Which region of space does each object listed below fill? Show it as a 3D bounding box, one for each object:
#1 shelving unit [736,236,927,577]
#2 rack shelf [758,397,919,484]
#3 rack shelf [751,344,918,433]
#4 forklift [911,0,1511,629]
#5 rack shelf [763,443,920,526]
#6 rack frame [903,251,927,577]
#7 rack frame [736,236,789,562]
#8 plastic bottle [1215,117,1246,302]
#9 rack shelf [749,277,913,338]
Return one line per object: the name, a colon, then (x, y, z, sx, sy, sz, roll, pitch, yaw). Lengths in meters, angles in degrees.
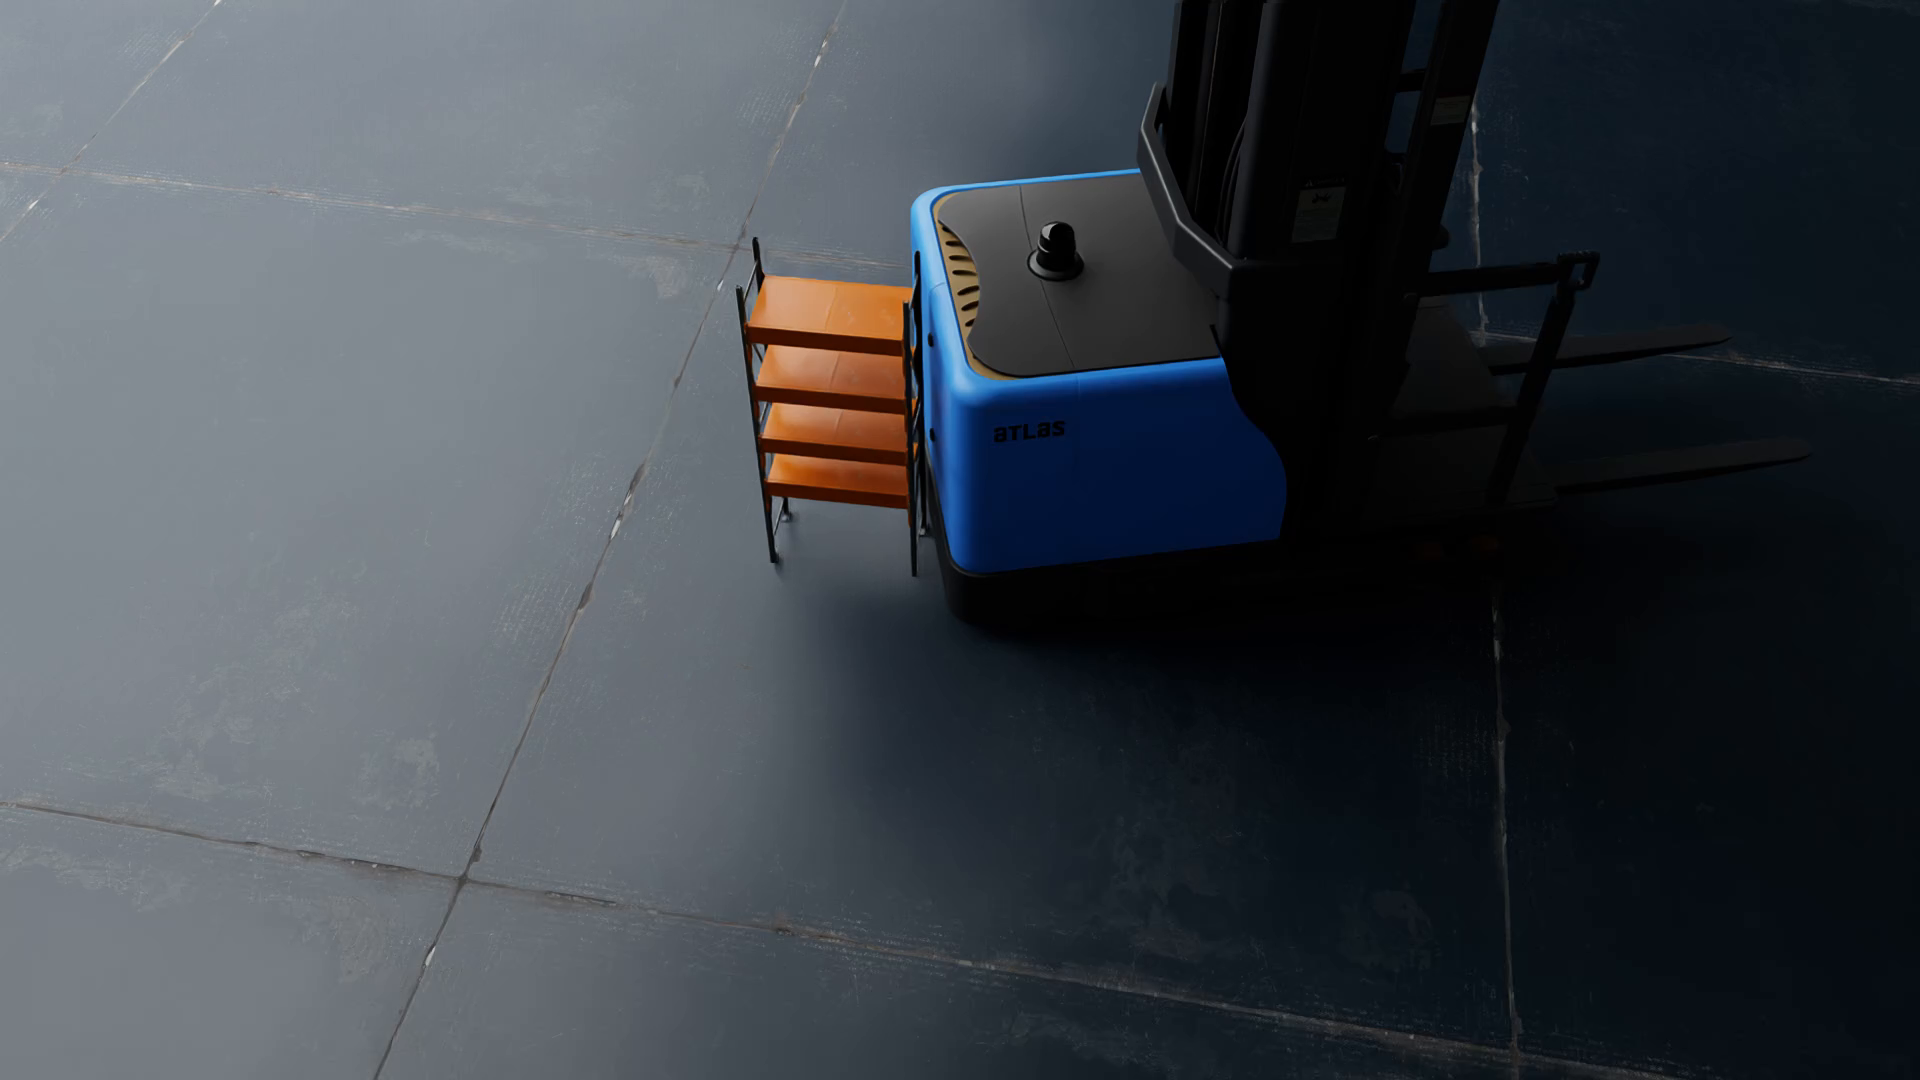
shelving unit: (-13.824, -2.609, 6.784, 27.859, 1.949, 1.830, 6, 48, 5)
rack shelf: (-13.829, -2.763, 6.614, 27.848, 1.490, 1.830, 6, 48, 5)
rack shelf: (-0.381, -0.493, 5.176, 0.480, 0.148, 0.258, 6, 48, 5)
forklift: (0.852, -1.118, 4.827, 1.939, 2.867, 1.129, -7, 48, -6)
rack shelf: (-0.381, -0.211, 5.490, 0.480, 0.148, 0.258, 6, 48, 5)
rack frame: (-0.140, -0.364, 5.270, 0.015, 1.200, 0.240, 6, 48, 5)
rack frame: (-0.623, -0.413, 5.315, 0.015, 1.200, 0.240, 6, 48, 5)
plastic bottle: (-18.044, -5.039, 8.822, 39.615, 1.202, 4.312, 8, 49, 7)
rack shelf: (-0.381, -0.677, 4.971, 0.457, 0.050, 0.221, 6, 48, 5)
